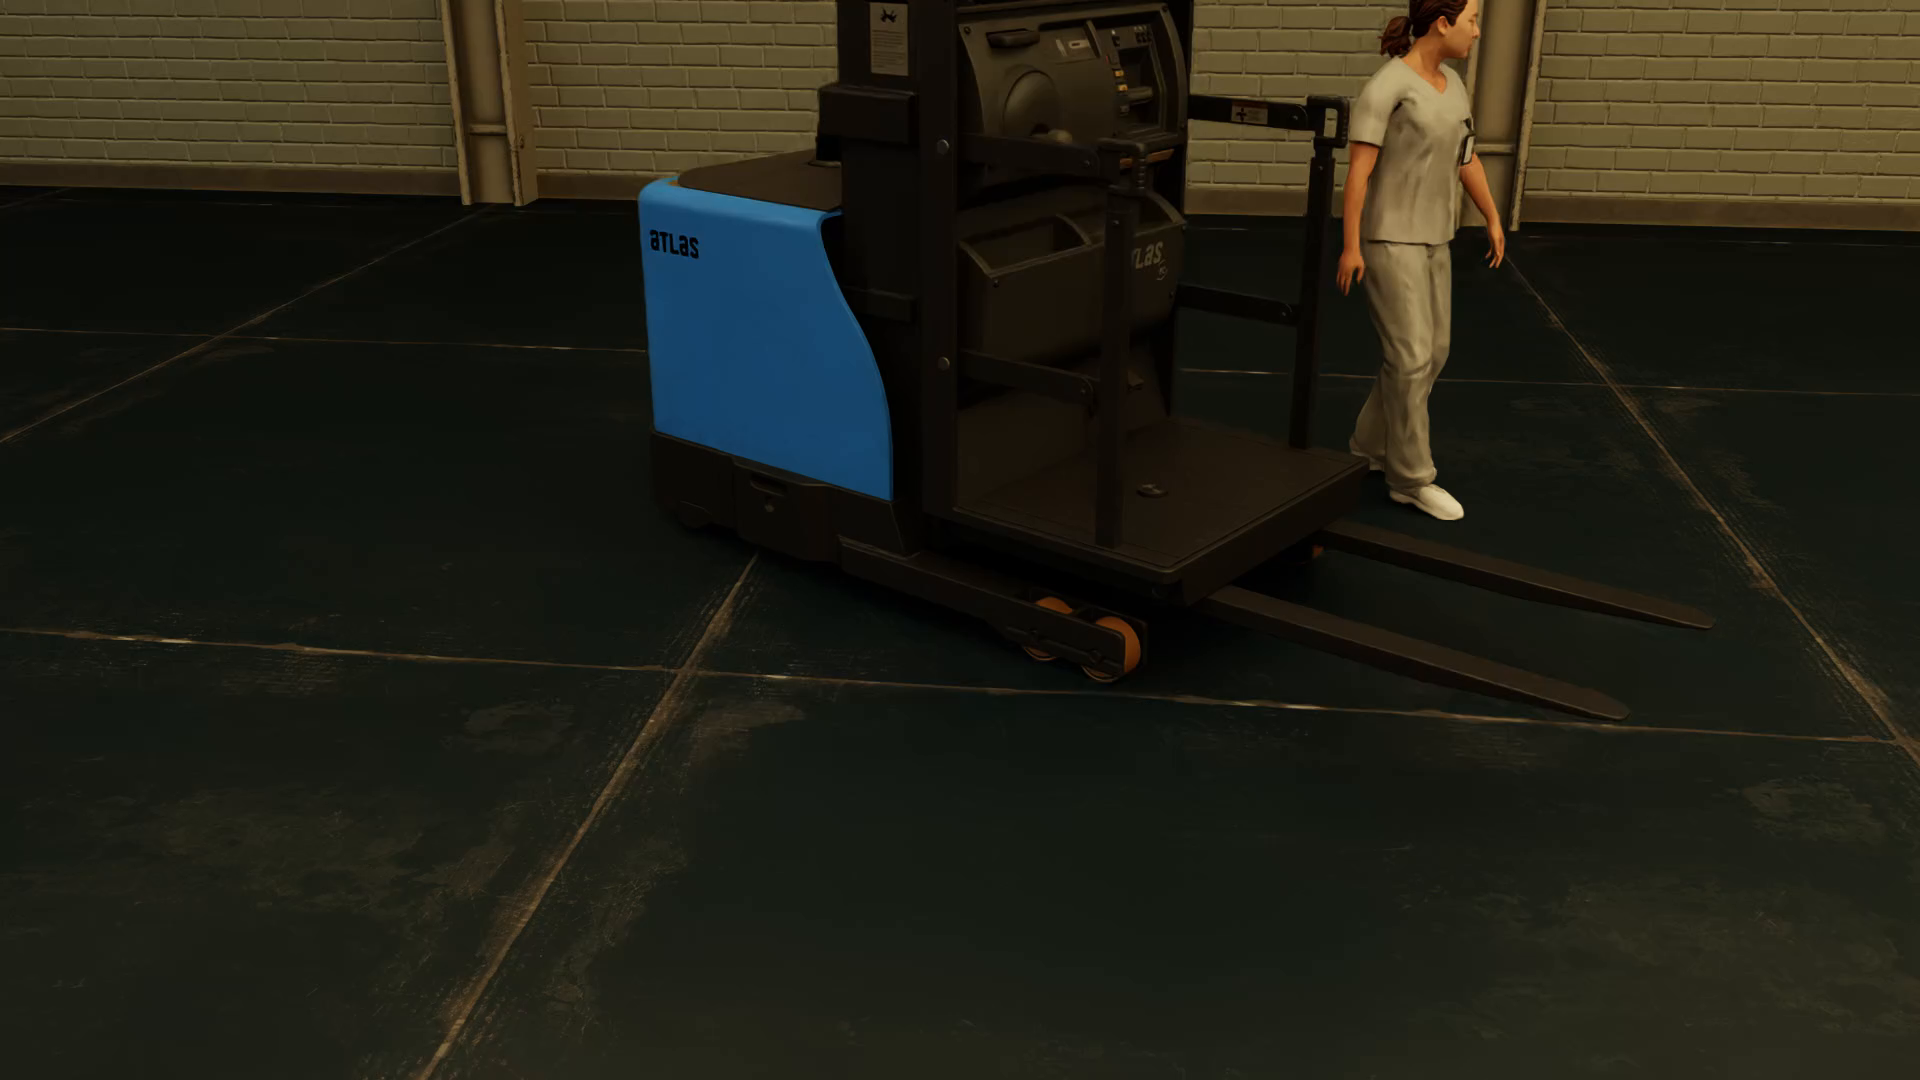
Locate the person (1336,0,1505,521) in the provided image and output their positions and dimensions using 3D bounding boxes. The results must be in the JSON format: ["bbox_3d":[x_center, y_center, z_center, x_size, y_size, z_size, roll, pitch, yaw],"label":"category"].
[{"bbox_3d":[1.499,-0.930,5.278,0.629,1.653,0.573,-19,29,-39],"label":"person"}]

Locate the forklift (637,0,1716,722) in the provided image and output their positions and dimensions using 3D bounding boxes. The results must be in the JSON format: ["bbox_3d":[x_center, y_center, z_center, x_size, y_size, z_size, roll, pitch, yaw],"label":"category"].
[{"bbox_3d":[0.480,-1.217,4.276,3.031,2.935,1.130,17,28,36],"label":"forklift"}]
